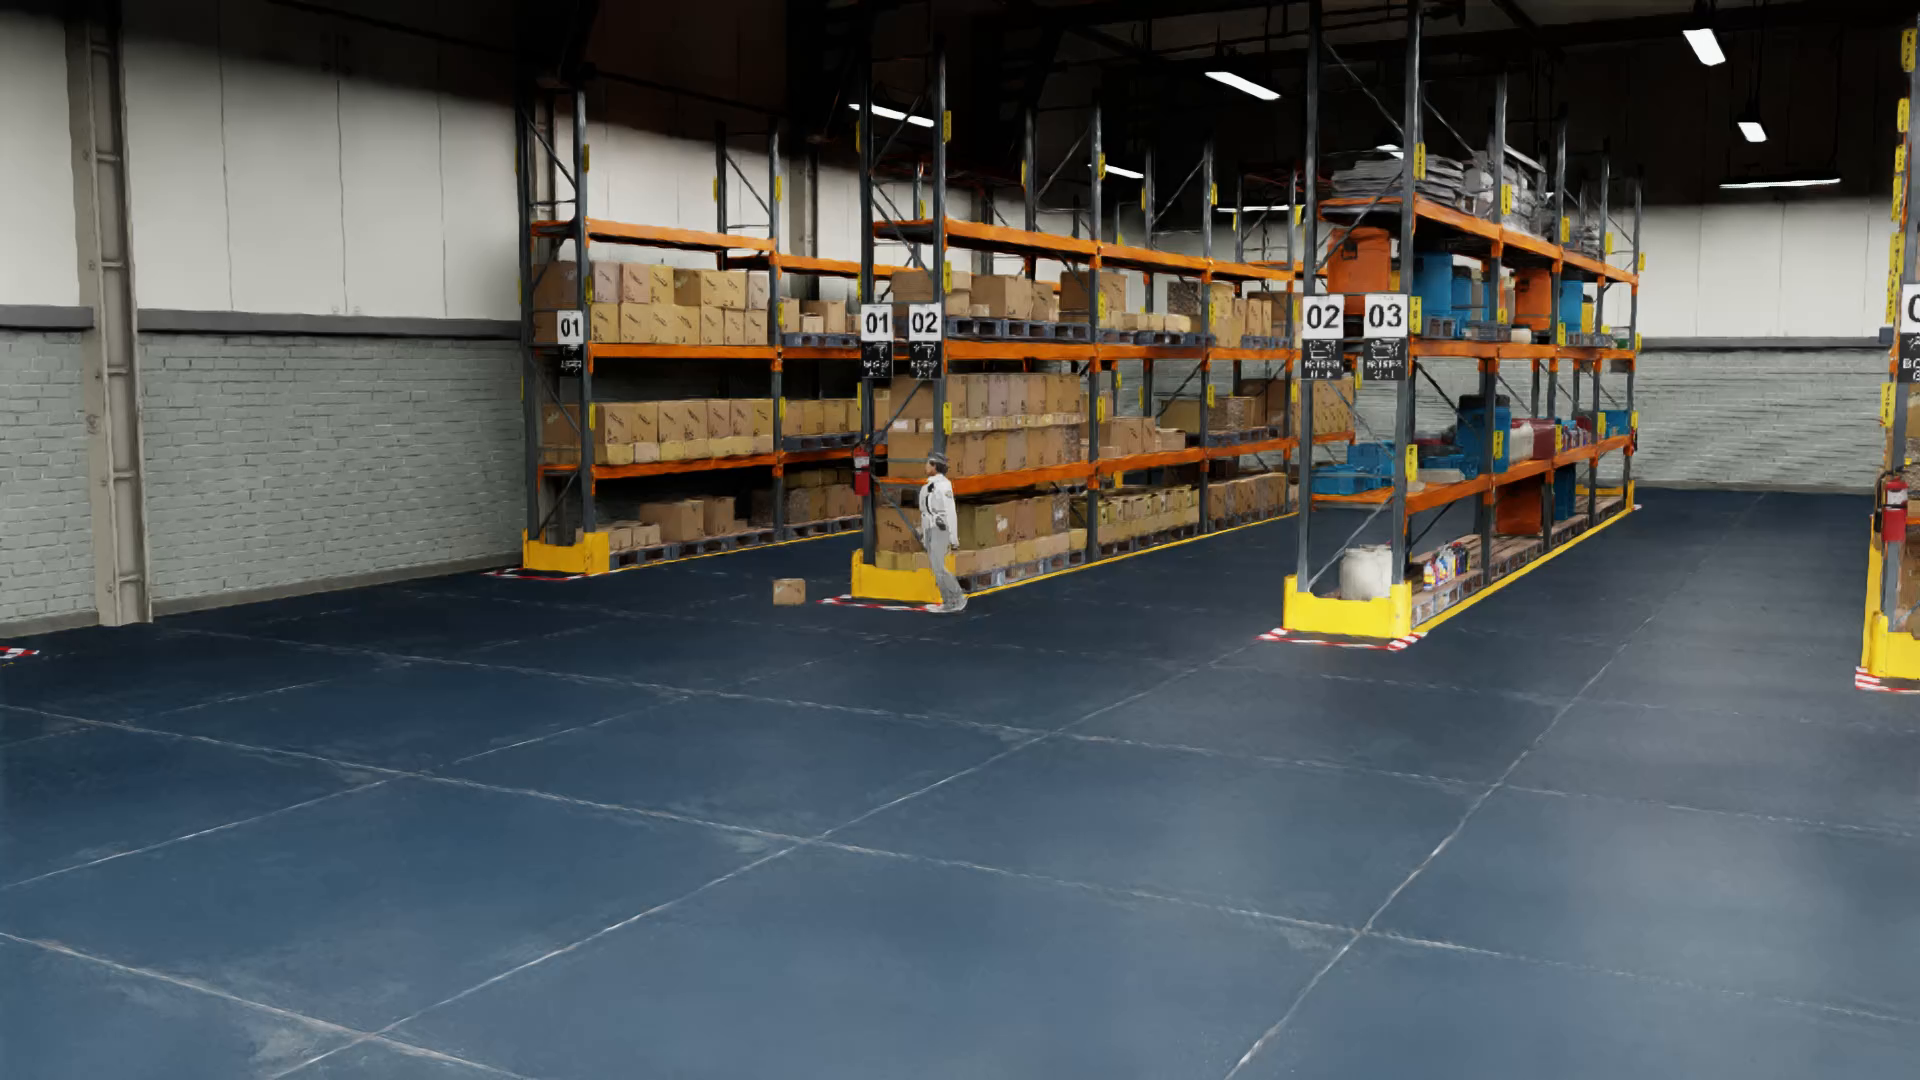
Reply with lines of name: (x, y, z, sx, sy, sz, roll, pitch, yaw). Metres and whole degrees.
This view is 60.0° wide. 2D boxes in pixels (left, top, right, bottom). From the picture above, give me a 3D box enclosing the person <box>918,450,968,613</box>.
person: (-0.170, -0.082, 16.984, 0.447, 1.670, 0.593, -2, 7, -22)
